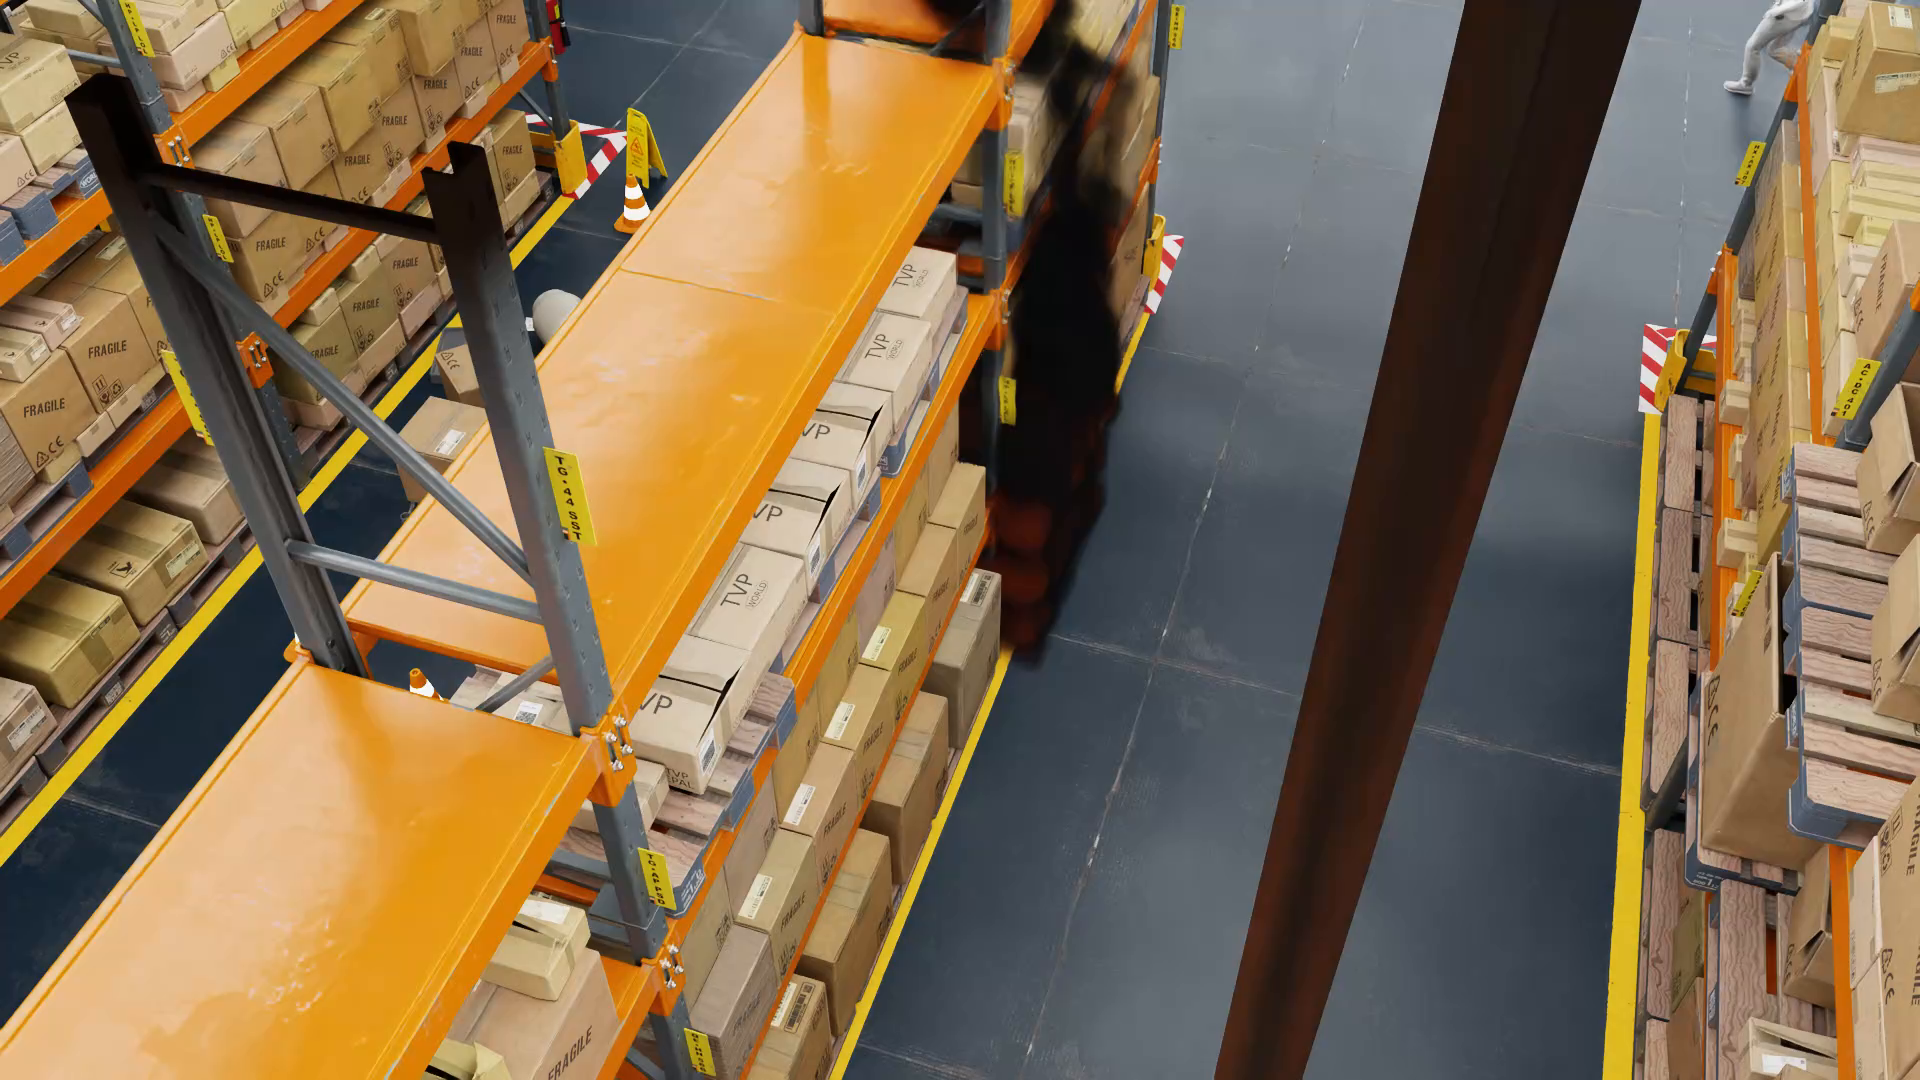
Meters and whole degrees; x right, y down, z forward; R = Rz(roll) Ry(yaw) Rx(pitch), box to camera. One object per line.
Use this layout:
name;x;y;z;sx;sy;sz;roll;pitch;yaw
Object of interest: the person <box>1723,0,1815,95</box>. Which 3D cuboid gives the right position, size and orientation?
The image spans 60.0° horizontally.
person;7.232;-4.532;14.419;0.628;1.683;0.775;-32;54;-27
